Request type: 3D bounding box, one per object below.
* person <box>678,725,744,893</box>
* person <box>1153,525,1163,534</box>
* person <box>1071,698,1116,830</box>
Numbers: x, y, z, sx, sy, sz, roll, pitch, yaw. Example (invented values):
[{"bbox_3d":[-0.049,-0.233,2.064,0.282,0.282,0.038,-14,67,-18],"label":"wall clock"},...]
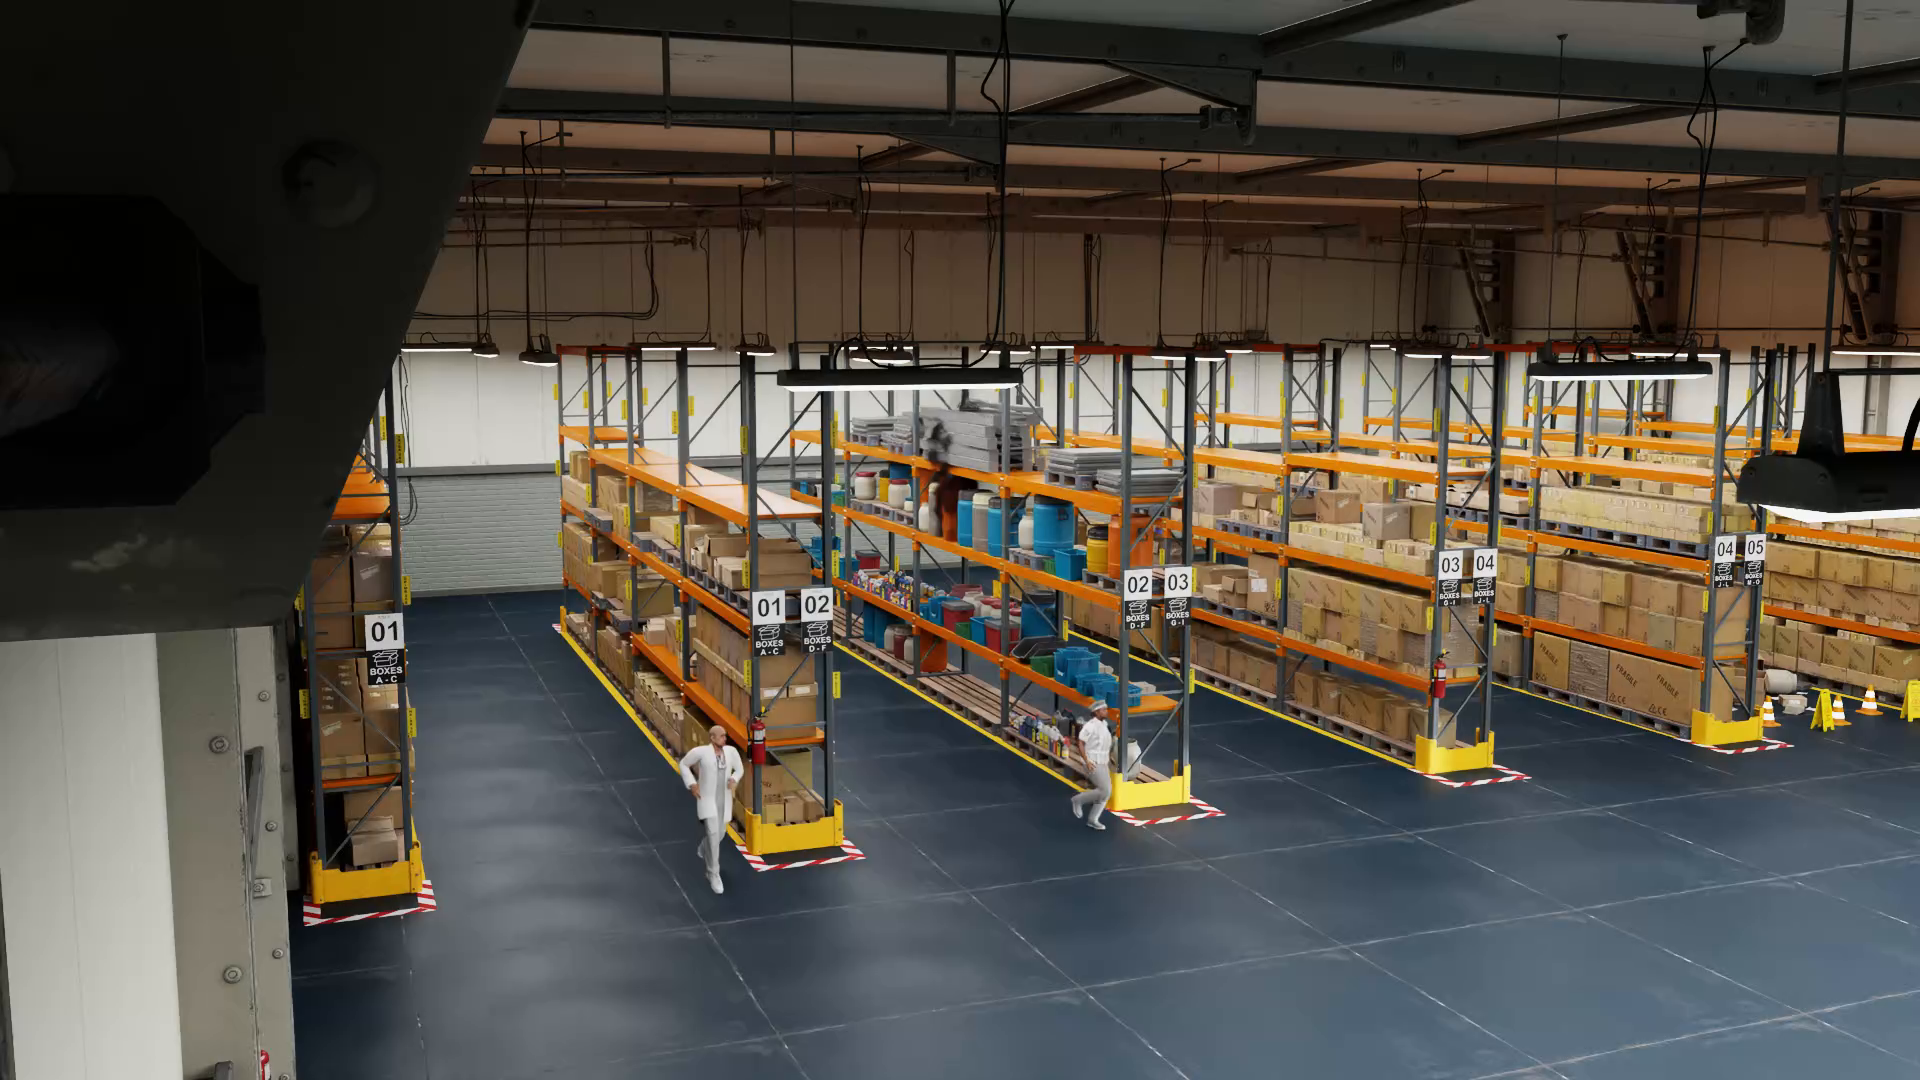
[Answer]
[{"bbox_3d":[-2.800,3.027,19.172,0.706,1.806,1.003,-6,9,-37],"label":"person"},{"bbox_3d":[4.762,0.308,41.312,0.531,1.631,0.714,-2,8,-18],"label":"person"},{"bbox_3d":[1.762,2.835,21.263,0.523,1.620,0.612,5,9,32],"label":"person"}]
